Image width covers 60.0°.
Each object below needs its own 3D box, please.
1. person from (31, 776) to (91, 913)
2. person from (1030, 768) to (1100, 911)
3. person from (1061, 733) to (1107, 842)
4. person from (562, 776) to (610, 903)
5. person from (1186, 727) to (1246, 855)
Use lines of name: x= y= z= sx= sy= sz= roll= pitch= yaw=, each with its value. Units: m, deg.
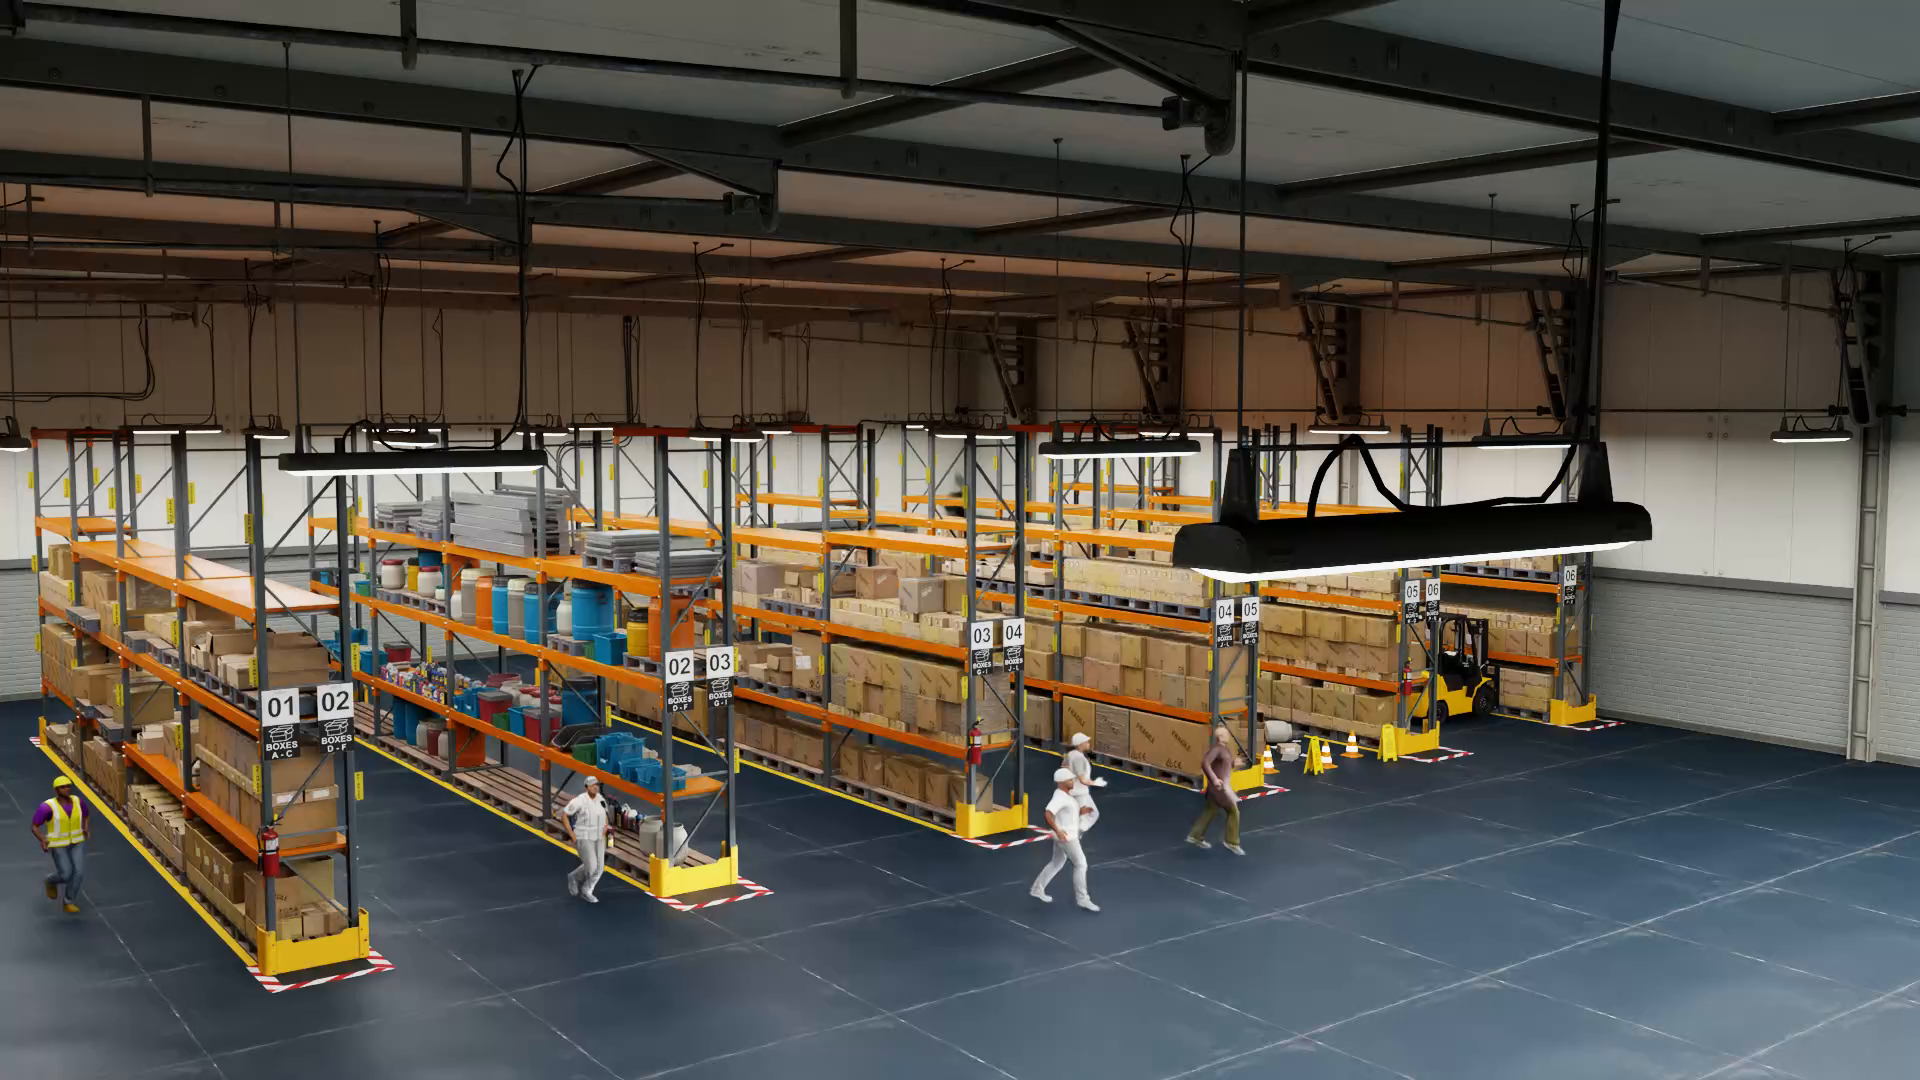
person: x=-11.307 y=3.826 z=20.995 sx=0.589 sy=1.721 sz=0.702 roll=3 pitch=6 yaw=37
person: x=1.325 y=3.779 z=21.034 sx=0.876 sy=1.802 sz=0.686 roll=0 pitch=4 yaw=-4
person: x=1.736 y=3.602 z=23.546 sx=0.682 sy=1.774 sz=0.696 roll=0 pitch=4 yaw=1
person: x=-4.760 y=3.850 z=21.433 sx=0.518 sy=1.624 sz=0.640 roll=3 pitch=6 yaw=38
person: x=3.668 y=3.587 z=23.768 sx=0.855 sy=1.852 sz=0.669 roll=0 pitch=4 yaw=-1
